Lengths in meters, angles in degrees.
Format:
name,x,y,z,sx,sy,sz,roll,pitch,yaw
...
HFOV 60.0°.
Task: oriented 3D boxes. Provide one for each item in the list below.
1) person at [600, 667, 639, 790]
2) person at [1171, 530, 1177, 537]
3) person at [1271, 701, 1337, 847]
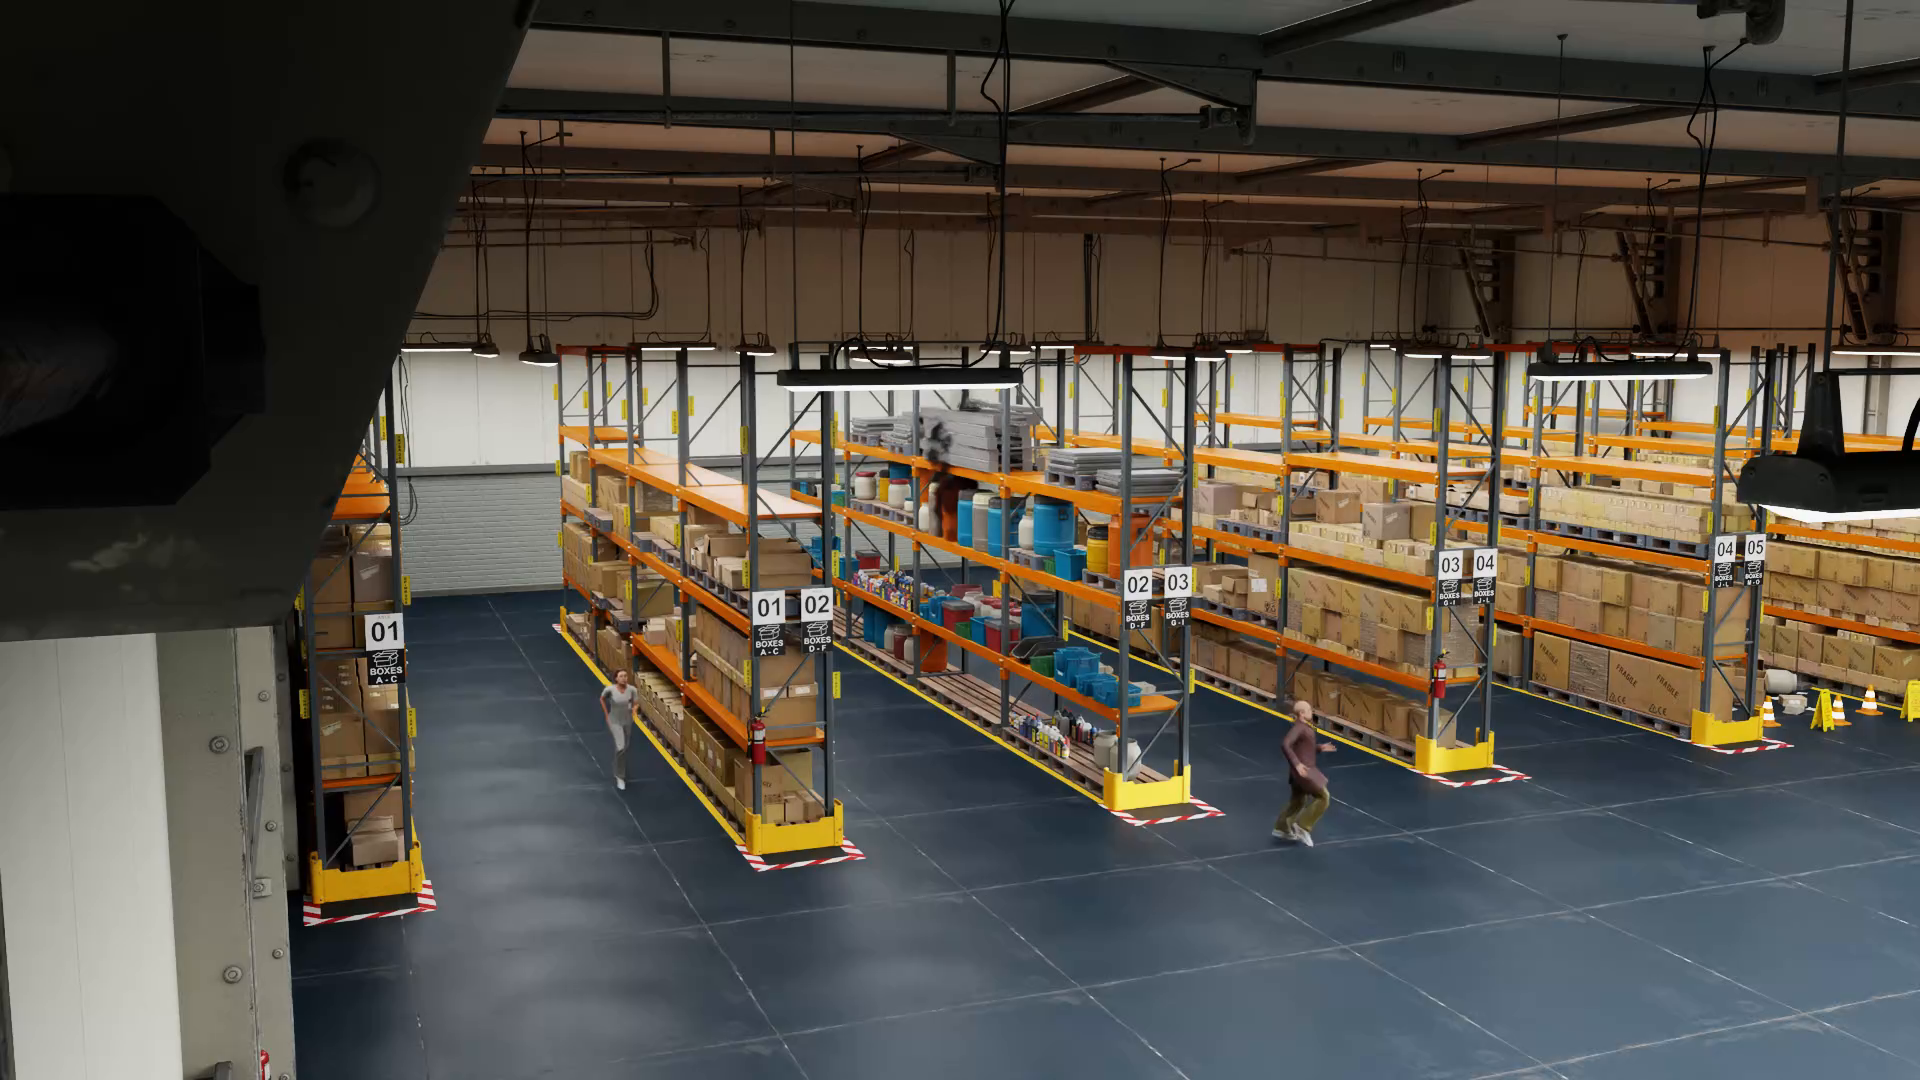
name,x,y,z,sx,sy,sz,roll,pitch,yaw
person,-4.712,2.589,23.127,0.480,1.700,0.818,-5,9,-32
person,4.892,0.614,38.406,0.692,1.692,0.580,-2,8,-15
person,4.248,2.867,20.448,0.747,1.793,0.674,1,7,5
